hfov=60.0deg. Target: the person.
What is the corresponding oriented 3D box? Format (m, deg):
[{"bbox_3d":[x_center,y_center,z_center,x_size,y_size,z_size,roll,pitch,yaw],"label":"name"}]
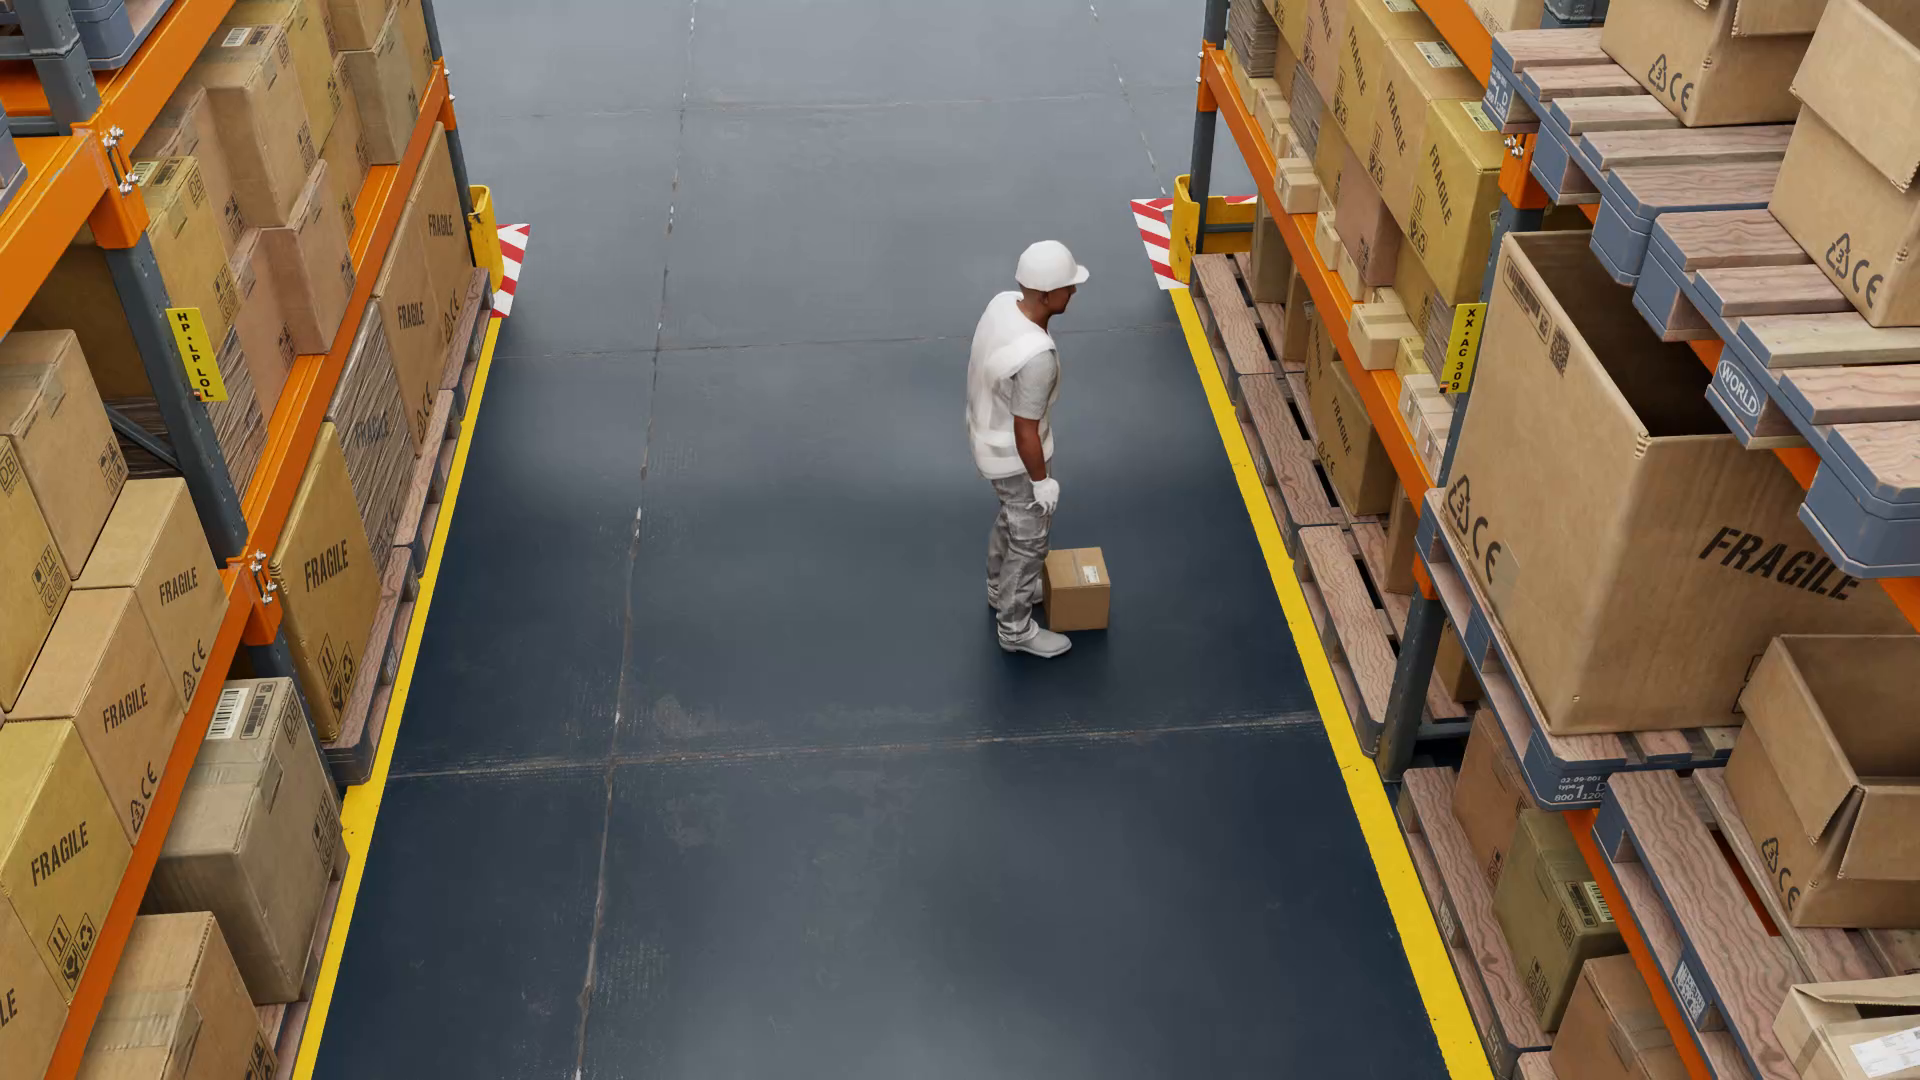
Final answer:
[{"bbox_3d":[0.259,-0.367,6.603,0.452,1.773,0.625,-5,39,-7],"label":"person"}]
